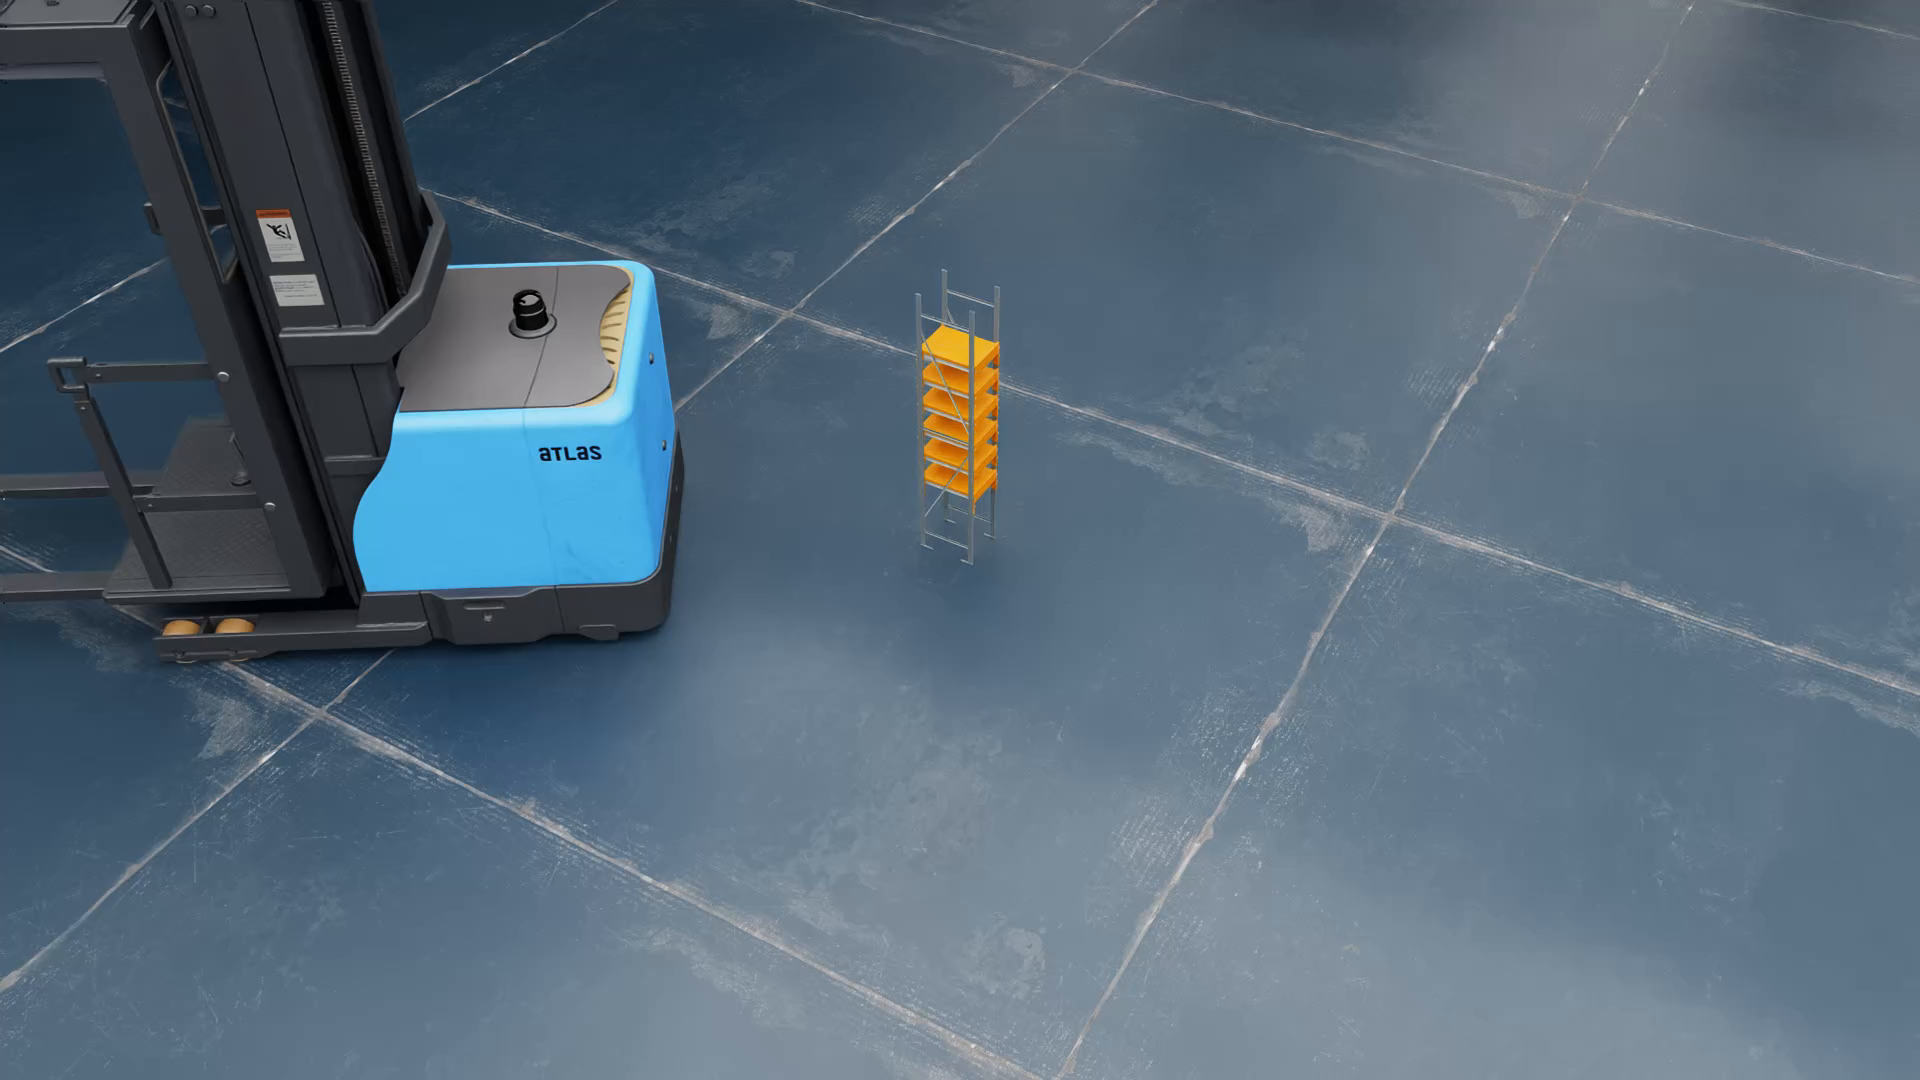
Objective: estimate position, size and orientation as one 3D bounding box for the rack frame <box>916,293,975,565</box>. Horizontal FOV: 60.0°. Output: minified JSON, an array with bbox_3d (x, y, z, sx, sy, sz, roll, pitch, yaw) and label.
[{"bbox_3d":[-0.053,-0.390,6.285,0.240,1.200,0.006,21,45,22],"label":"rack frame"}]

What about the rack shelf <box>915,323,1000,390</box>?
[{"bbox_3d":[-0.007,-0.679,6.135,0.258,0.103,0.180,21,45,22],"label":"rack shelf"}]

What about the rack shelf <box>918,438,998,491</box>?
[{"bbox_3d":[-0.007,-0.319,6.453,0.258,0.103,0.180,21,45,22],"label":"rack shelf"}]

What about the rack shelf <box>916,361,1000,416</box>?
[{"bbox_3d":[-0.007,-0.589,6.215,0.258,0.103,0.180,21,45,22],"label":"rack shelf"}]

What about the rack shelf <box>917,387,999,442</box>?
[{"bbox_3d":[-0.007,-0.499,6.294,0.258,0.103,0.180,21,45,22],"label":"rack shelf"}]

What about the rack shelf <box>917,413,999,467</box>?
[{"bbox_3d":[-0.007,-0.409,6.373,0.258,0.103,0.180,21,45,22],"label":"rack shelf"}]

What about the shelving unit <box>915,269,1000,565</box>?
[{"bbox_3d":[-0.007,-0.442,6.344,0.258,1.200,0.189,21,45,22],"label":"shelving unit"}]

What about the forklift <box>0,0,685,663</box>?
[{"bbox_3d":[-2.643,-0.999,5.667,3.031,2.935,1.130,-2,41,-2],"label":"forklift"}]

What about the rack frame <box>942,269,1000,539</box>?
[{"bbox_3d":[0.039,-0.494,6.404,0.240,1.200,0.006,21,45,22],"label":"rack frame"}]

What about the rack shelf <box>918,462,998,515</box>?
[{"bbox_3d":[-0.007,-0.229,6.532,0.258,0.103,0.180,21,45,22],"label":"rack shelf"}]
